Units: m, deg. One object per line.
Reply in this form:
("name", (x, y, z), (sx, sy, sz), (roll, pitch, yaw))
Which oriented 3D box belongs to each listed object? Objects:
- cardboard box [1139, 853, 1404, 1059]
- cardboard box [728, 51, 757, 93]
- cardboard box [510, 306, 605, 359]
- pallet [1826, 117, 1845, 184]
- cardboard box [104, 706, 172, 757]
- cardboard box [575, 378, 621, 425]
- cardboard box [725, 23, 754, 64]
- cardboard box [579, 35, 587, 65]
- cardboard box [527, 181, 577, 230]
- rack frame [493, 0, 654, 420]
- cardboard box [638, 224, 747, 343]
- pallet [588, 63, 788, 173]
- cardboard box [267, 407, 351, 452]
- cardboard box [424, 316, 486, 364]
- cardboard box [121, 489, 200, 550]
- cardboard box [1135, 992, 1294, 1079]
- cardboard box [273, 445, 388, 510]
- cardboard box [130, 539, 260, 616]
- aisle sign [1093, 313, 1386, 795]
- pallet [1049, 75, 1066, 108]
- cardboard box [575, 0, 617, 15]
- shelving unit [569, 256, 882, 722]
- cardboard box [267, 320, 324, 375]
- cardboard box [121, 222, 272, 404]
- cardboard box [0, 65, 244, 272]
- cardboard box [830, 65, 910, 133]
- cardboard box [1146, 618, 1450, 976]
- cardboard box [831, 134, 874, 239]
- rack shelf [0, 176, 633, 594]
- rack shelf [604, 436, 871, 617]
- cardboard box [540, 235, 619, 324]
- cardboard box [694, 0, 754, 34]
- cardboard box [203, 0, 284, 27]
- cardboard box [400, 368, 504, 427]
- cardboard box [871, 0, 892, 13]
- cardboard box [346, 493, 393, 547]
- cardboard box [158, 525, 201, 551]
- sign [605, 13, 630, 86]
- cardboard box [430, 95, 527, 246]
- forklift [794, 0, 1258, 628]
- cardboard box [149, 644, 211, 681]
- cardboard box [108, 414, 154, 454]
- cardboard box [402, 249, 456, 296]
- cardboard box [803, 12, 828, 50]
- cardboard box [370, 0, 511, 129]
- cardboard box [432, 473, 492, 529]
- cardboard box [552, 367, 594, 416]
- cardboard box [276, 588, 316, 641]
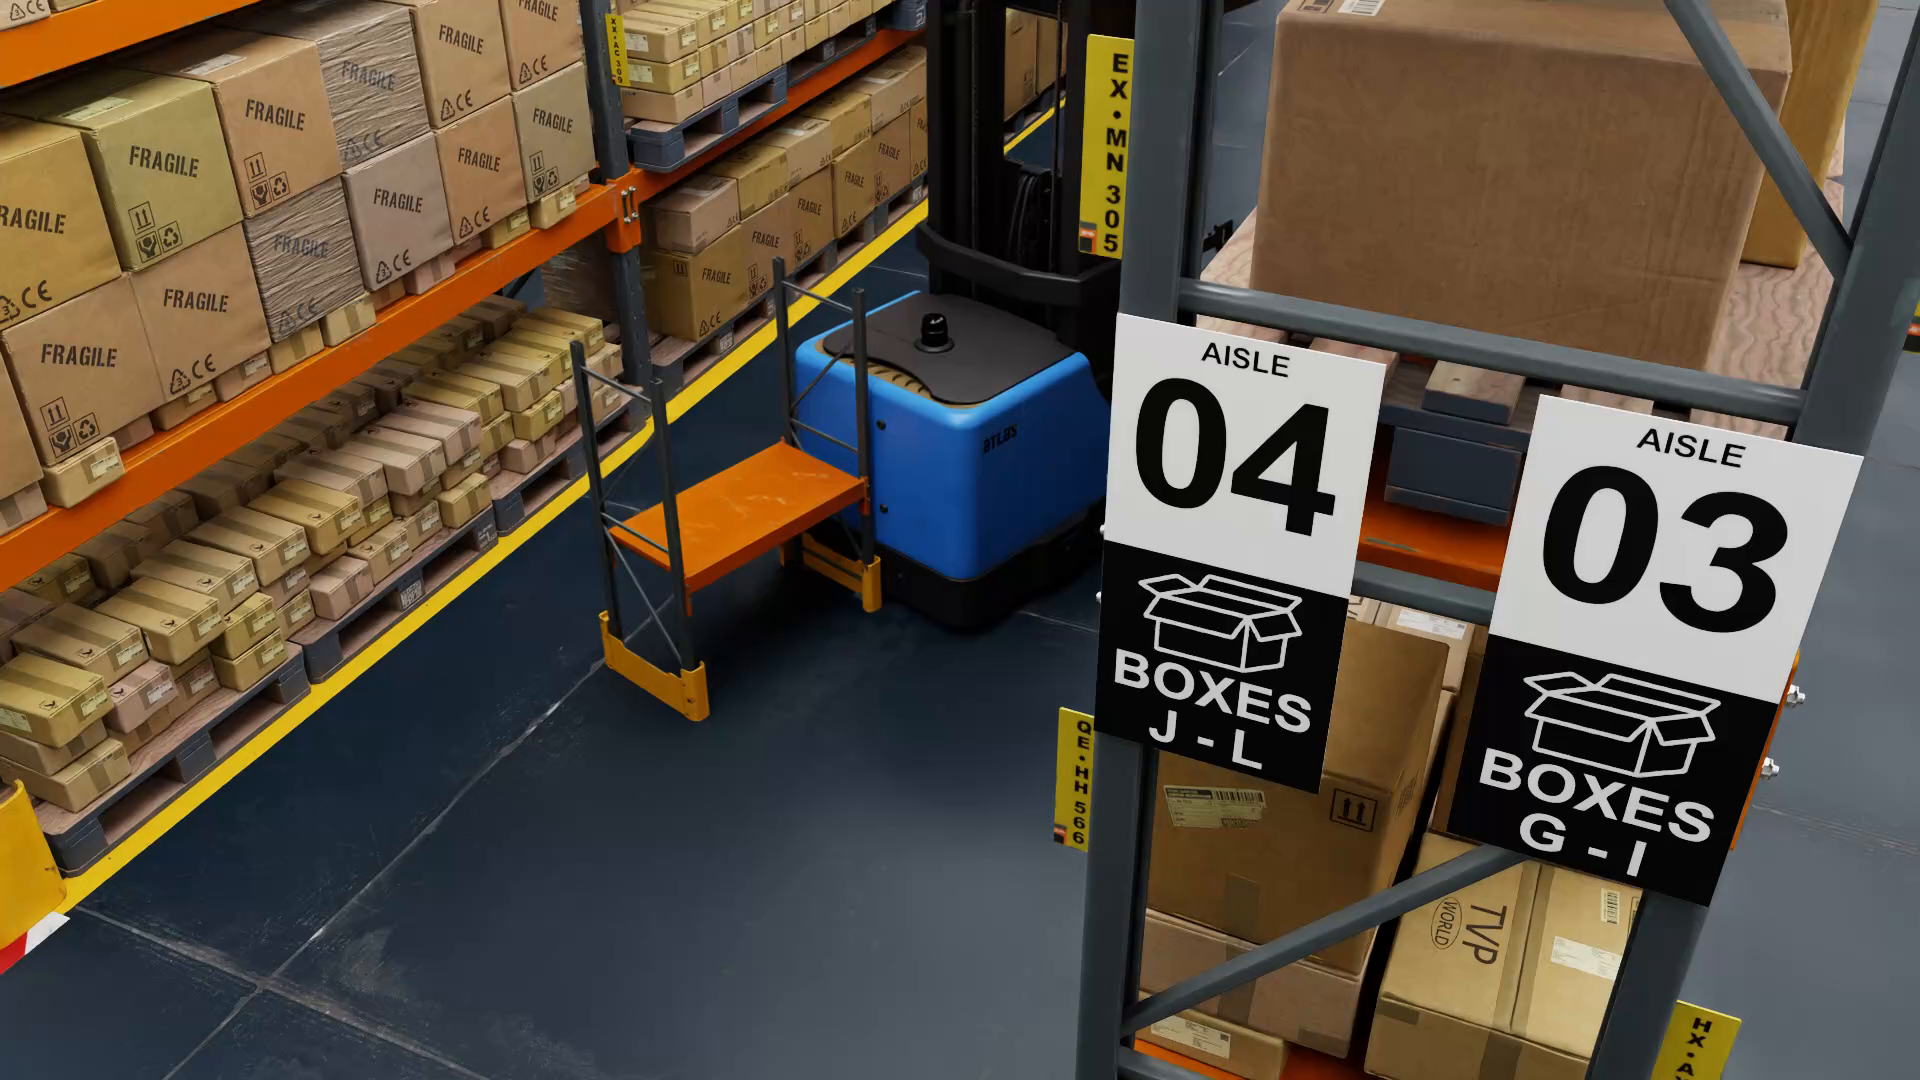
("cardboard box", (0.673, 0.799, 3.661), (0.500, 0.250, 0.500), (14, 36, 20))
("cardboard box", (-1.276, -2.442, 8.584), (0.380, 0.149, 0.250), (14, 36, 21))
("cardboard box", (-1.990, -1.013, 8.233), (0.380, 0.149, 0.250), (15, 36, 22))
("pallet", (1.521, -1.036, 3.940), (1.003, 0.211, 1.213), (14, 36, 20))
("cardboard box", (-3.206, 0.655, 6.233), (0.380, 0.149, 0.250), (14, 36, 20))
("cardboard box", (-1.932, -0.727, 8.341), (0.380, 0.149, 0.250), (15, 36, 21))
("cardboard box", (-1.281, -2.561, 8.495), (0.380, 0.149, 0.250), (15, 36, 22))
("cardboard box", (-2.091, -2.456, 8.335), (0.380, 0.149, 0.250), (15, 36, 22))
("cardboard box", (-1.993, -1.563, 7.627), (0.380, 0.149, 0.250), (13, 36, 19))
("rack frame", (-2.078, -2.017, 8.091), (1.000, 3.000, 0.127), (14, 36, 20))
("cardboard box", (-1.528, -1.455, 9.130), (0.500, 0.500, 0.500), (16, 36, 22))
("pallet", (-1.626, -2.285, 8.673), (1.003, 0.211, 1.213), (14, 36, 20))
("cardboard box", (-2.948, -0.467, 7.401), (0.380, 0.149, 0.250), (13, 35, 19))
("cardboard box", (-2.579, -1.002, 8.217), (0.380, 0.149, 0.250), (16, 36, 23))
("cardboard box", (-3.382, -0.110, 6.857), (0.380, 0.149, 0.250), (16, 36, 22))
("cardboard box", (0.561, 1.015, 3.695), (0.380, 0.149, 0.250), (15, 36, 21))
("cardboard box", (-2.673, -0.248, 7.067), (0.380, 0.149, 0.250), (14, 36, 21))
("cardboard box", (-2.967, 0.156, 6.451), (0.380, 0.149, 0.250), (12, 35, 18))
("aisle sign", (0.409, 0.043, 2.578), (0.394, 0.787, 0.004), (14, 36, 20))
("pallet", (0.506, -3.824, 13.390), (1.003, 0.211, 1.213), (14, 36, 20))
("cardboard box", (-1.975, -2.716, 8.459), (0.380, 0.149, 0.250), (13, 35, 19))
("shelving unit", (-0.912, -0.223, 6.722), (0.587, 1.500, 1.083), (26, 41, 34))
("cardboard box", (-2.712, -0.795, 6.456), (0.380, 0.149, 0.250), (16, 36, 22))
("cardboard box", (-2.895, -0.865, 5.971), (0.500, 0.500, 0.500), (15, 36, 21))
("cardboard box", (-2.879, -1.279, 5.691), (0.500, 0.500, 0.500), (13, 36, 19))
("cardboard box", (-0.654, -2.799, 10.495), (0.500, 0.250, 0.500), (15, 36, 21))
("cardboard box", (0.677, 0.485, 3.457), (0.500, 0.500, 0.500), (15, 36, 21))
("cardboard box", (-0.869, -2.227, 10.308), (0.500, 0.500, 0.500), (13, 35, 18))
("rack shelf", (-2.914, -0.721, 6.769), (1.077, 0.370, 4.000), (14, 36, 20))
("rack shelf", (-0.906, -0.076, 6.826), (0.538, 0.185, 1.000), (26, 41, 34))
("cardboard box", (-1.997, -1.574, 9.312), (0.500, 0.500, 0.500), (13, 36, 20))
("cardboard box", (-1.274, -2.695, 8.428), (0.380, 0.149, 0.250), (14, 36, 21))
("cardboard box", (-2.930, -1.927, 6.680), (0.500, 0.500, 0.500), (15, 36, 21))
("cardboard box", (-2.338, -0.639, 7.664), (0.380, 0.149, 0.250), (15, 36, 22))
("cardboard box", (-0.625, -3.220, 9.771), (0.380, 0.149, 0.250), (13, 35, 18))
("cardboard box", (-2.682, -0.134, 7.165), (0.380, 0.149, 0.250), (16, 36, 23))
("cardboard box", (-3.369, 0.018, 6.932), (0.380, 0.149, 0.250), (15, 36, 21))
("sign", (-1.582, -2.259, 7.670), (0.100, 0.325, 0.005), (14, 36, 20))
("cardboard box", (-2.242, -1.620, 7.122), (0.500, 0.500, 0.500), (13, 35, 19))
("forklift", (0.634, -1.581, 7.488), (1.130, 2.935, 3.031), (26, 41, 34))
("cardboard box", (-3.111, 0.399, 6.351), (0.380, 0.149, 0.250), (15, 36, 21))
("cardboard box", (-3.104, -0.425, 5.892), (0.380, 0.149, 0.250), (16, 36, 23))
("cardboard box", (-2.376, -1.179, 7.041), (0.380, 0.149, 0.250), (13, 35, 18))
("cardboard box", (-0.954, -2.830, 9.177), (0.380, 0.149, 0.250), (14, 36, 20))
("cardboard box", (-2.240, -2.047, 6.862), (0.500, 0.500, 0.500), (13, 35, 19))
("cardboard box", (-2.365, -0.212, 7.555), (0.380, 0.149, 0.250), (14, 36, 20))
("cardboard box", (-2.023, -0.758, 8.116), (0.380, 0.149, 0.250), (12, 35, 18))
("cardboard box", (-2.882, 0.278, 6.807), (0.380, 0.149, 0.250), (14, 36, 21))
